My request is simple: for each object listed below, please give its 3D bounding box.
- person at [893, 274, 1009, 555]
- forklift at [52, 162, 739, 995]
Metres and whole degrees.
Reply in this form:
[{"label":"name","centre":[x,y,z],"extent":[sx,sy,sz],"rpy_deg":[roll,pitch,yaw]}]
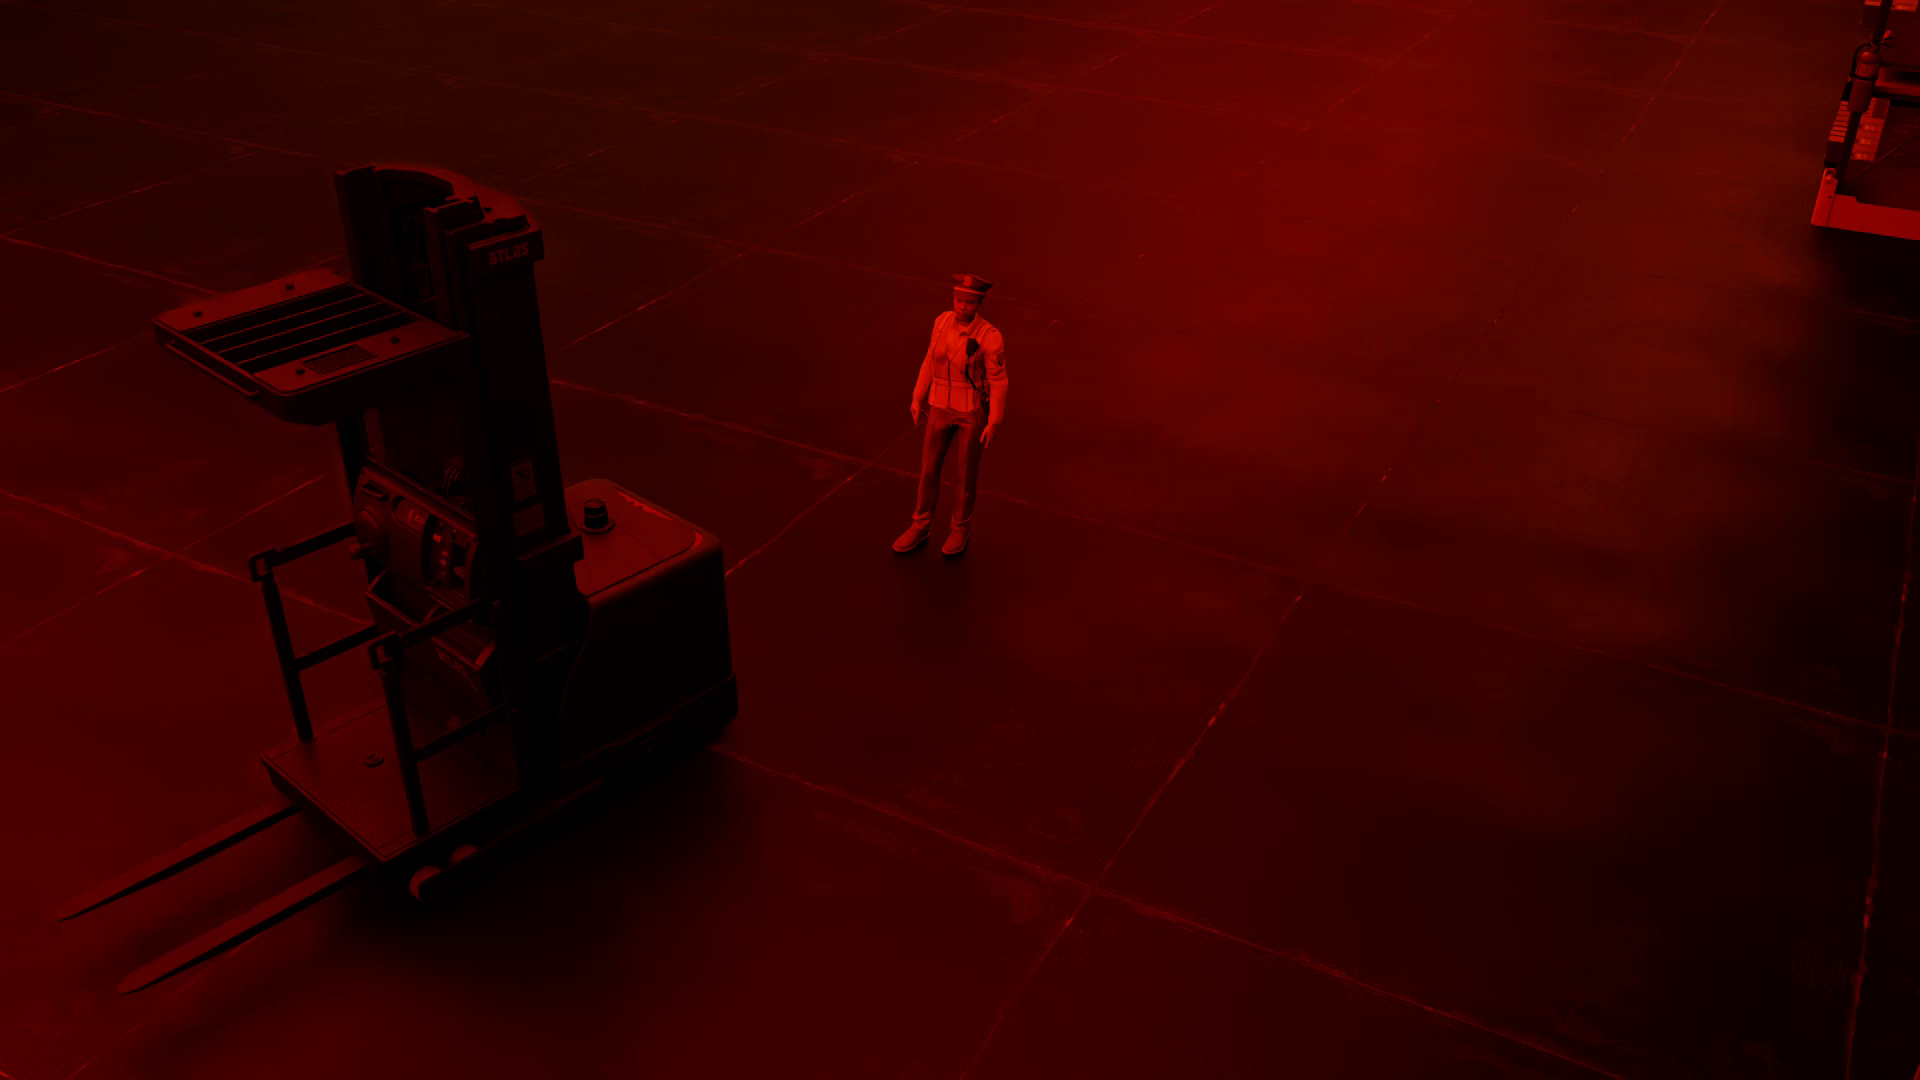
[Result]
[{"label":"person","centre":[-0.040,-0.712,9.526],"extent":[0.586,1.694,0.530],"rpy_deg":[15,33,25]},{"label":"forklift","centre":[-2.484,0.029,7.020],"extent":[1.130,2.935,3.031],"rpy_deg":[25,38,36]}]
